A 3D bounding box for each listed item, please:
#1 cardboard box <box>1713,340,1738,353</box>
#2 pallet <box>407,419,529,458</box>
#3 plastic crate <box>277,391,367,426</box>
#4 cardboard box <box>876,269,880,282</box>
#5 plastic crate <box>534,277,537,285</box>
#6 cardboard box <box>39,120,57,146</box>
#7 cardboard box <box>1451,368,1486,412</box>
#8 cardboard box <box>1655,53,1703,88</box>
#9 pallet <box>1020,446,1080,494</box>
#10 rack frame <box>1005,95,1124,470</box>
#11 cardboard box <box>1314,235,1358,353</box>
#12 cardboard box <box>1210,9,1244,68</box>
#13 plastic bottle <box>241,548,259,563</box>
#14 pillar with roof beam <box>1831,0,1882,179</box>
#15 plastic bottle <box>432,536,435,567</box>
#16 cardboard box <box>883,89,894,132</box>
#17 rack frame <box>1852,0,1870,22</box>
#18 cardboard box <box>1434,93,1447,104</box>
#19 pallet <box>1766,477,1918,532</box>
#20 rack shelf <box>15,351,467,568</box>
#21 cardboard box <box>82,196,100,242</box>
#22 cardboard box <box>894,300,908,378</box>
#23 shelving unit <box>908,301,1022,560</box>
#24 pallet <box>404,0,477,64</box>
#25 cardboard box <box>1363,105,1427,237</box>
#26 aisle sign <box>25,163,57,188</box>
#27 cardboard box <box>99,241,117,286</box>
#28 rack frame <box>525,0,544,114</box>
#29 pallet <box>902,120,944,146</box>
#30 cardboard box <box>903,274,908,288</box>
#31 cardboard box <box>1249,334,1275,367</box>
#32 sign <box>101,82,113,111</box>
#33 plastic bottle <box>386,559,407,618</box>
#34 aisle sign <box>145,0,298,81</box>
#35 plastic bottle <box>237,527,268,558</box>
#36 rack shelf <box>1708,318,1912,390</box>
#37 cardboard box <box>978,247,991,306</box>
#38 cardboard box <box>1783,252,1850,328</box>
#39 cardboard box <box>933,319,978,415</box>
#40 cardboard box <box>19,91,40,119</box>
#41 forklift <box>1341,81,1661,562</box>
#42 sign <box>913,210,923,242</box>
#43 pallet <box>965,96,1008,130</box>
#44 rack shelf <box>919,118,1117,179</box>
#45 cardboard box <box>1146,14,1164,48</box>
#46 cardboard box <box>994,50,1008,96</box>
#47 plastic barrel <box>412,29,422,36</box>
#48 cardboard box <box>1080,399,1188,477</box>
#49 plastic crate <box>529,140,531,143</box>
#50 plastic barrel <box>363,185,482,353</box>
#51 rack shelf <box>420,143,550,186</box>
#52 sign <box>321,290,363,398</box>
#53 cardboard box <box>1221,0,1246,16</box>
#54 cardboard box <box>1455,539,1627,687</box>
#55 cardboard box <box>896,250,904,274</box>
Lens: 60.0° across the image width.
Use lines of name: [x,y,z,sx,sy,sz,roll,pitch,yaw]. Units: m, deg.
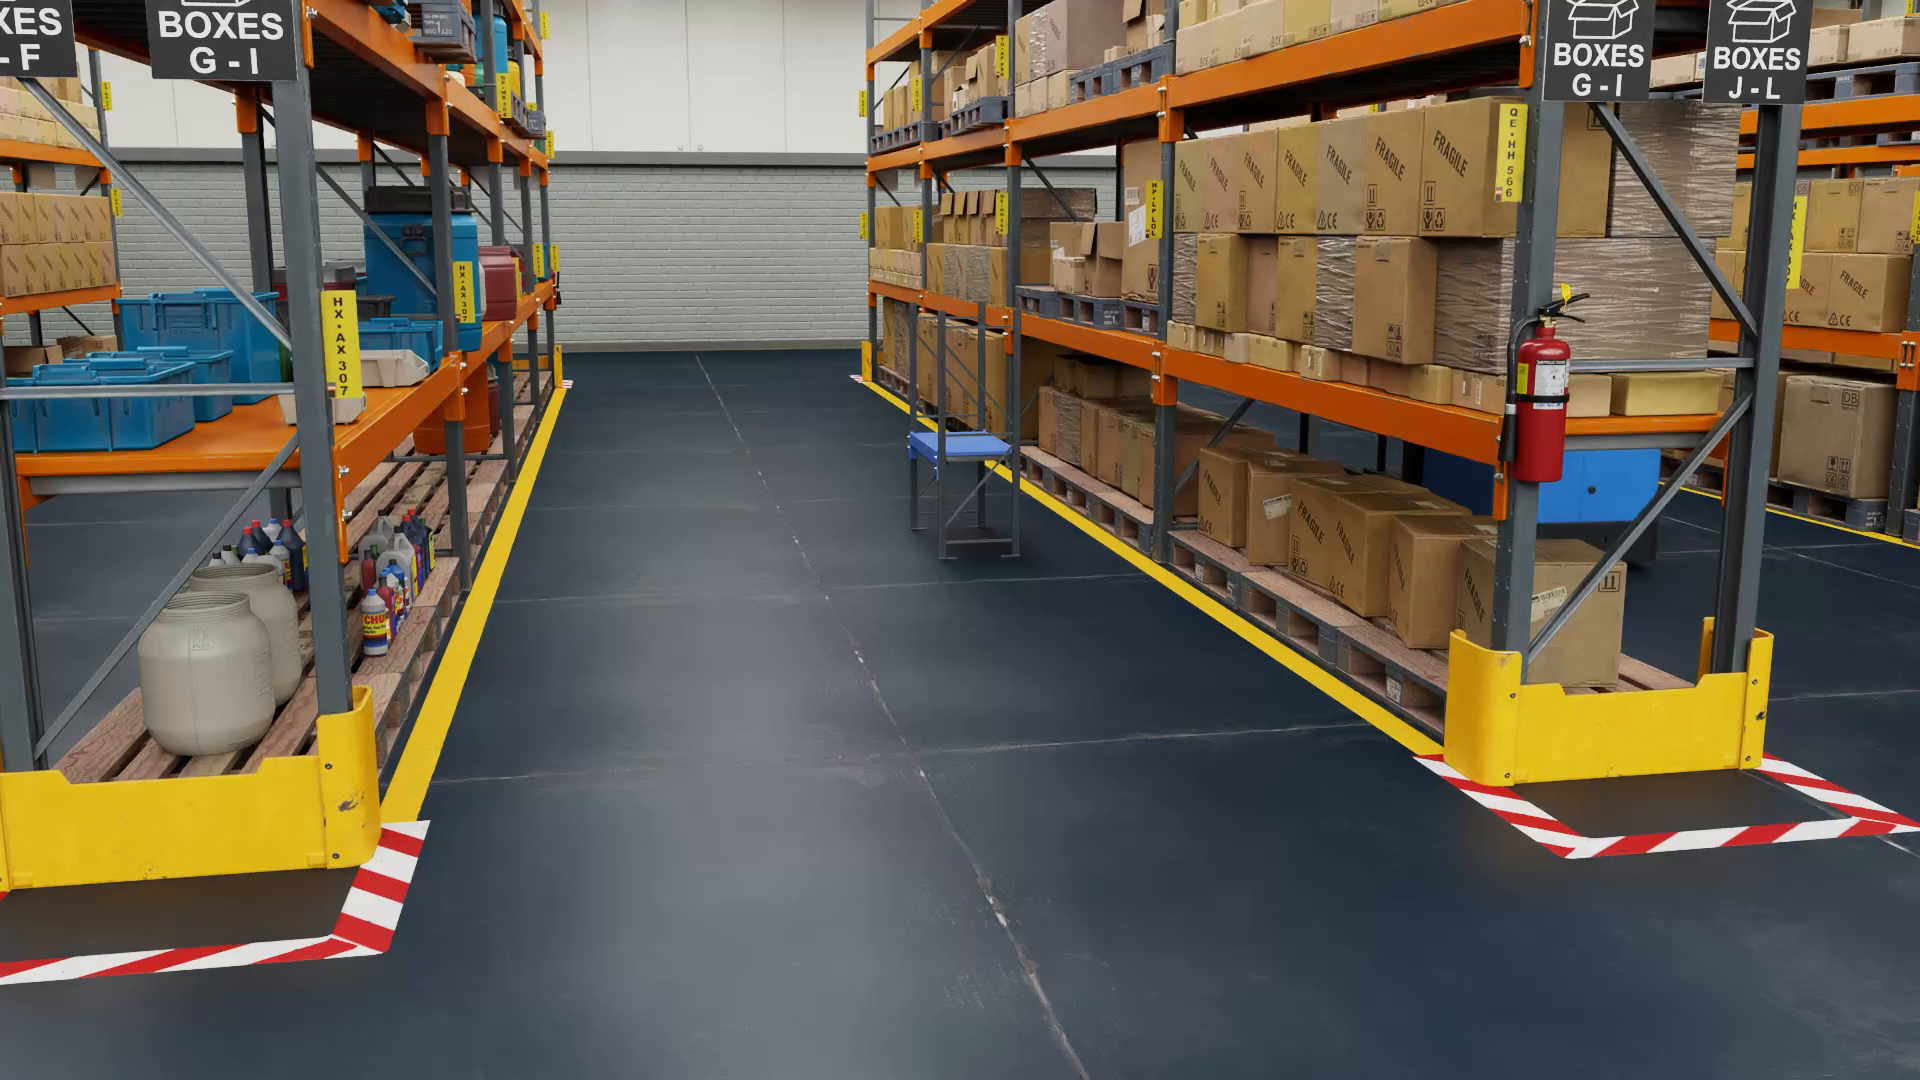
cardboard box: [9.808,-2.247,20.209,0.875,0.438,0.875,-2,11,-12]
pallet: [-4.404,-0.903,14.875,1.003,0.211,1.213,-2,11,-11]
plastic crate: [-2.278,-0.485,5.929,0.298,0.136,0.250,-2,11,-11]
cardboard box: [-0.827,-3.259,20.469,0.380,0.149,0.250,-2,11,-12]
plastic crate: [-4.881,-2.953,18.478,0.416,0.233,0.300,-2,11,-11]
cardboard box: [-9.755,-4.234,17.296,0.500,0.250,0.500,-2,11,-11]
cardboard box: [2.132,-0.586,6.426,0.380,0.149,0.250,-2,11,-11]
cardboard box: [5.790,-3.671,12.948,0.500,0.250,0.500,-2,11,-9]
pallet: [1.033,-0.573,13.143,1.003,0.211,1.213,-2,11,-11]
rack frame: [0.882,-2.086,13.635,1.000,3.000,0.127,-2,11,-11]
cardboard box: [2.088,-1.097,7.374,0.875,0.500,0.500,-2,11,-11]
cardboard box: [1.604,-2.564,8.523,0.500,0.250,0.500,-2,11,-12]
plastic bottle: [-3.346,0.175,7.875,0.097,0.271,0.097,0,11,0]
pillar with roof beam: [10.052,-7.413,25.577,9.100,9.000,0.400,-2,11,-11]
plastic bottle: [-2.822,0.041,8.765,0.097,0.201,0.097,0,11,0]
cardboard box: [-0.529,-5.131,19.950,0.700,0.500,0.500,-3,11,-13]
rack frame: [9.825,-6.127,18.822,1.000,3.000,0.127,-2,11,-11]
cardboard box: [5.161,-4.424,16.497,0.797,0.503,0.637,-2,11,-12]
pallet: [6.321,-0.283,11.621,1.003,0.211,1.213,-2,11,-11]
rack shelf: [-2.809,-0.452,6.975,1.077,0.370,4.000,-2,11,-11]
cardboard box: [-9.936,-3.570,18.489,0.500,0.500,0.500,-2,11,-9]
cardboard box: [-0.294,-2.435,20.025,0.875,0.875,0.875,-2,11,-11]
shelving unit: [0.017,-0.721,10.474,0.538,1.500,1.048,-2,11,-11]
pallet: [-2.962,-2.425,7.895,1.213,0.211,1.003,-2,11,-11]
cardboard box: [1.986,-1.489,6.759,0.500,0.500,0.500,-2,11,-11]
aisle sign: [-10.693,-4.473,19.222,0.394,0.787,0.004,-2,11,-11]
cardboard box: [-10.037,-3.171,19.066,0.500,0.500,0.500,-2,11,-9]
rack frame: [-5.532,-6.321,19.837,1.000,3.000,0.127,-2,11,-11]
pallet: [-0.044,-4.400,18.008,1.003,0.211,1.213,-2,11,-11]
cardboard box: [-0.426,-2.882,18.488,0.380,0.149,0.250,-2,11,-10]
cardboard box: [1.674,-0.951,8.340,0.380,0.149,0.250,-2,11,-11]
sign: [-9.843,-5.119,19.179,0.100,0.325,0.005,-2,11,-11]
plastic bottle: [-2.593,0.223,7.623,0.097,0.271,0.097,0,11,0]
aisle sign: [-2.119,-1.713,4.724,0.394,0.787,0.004,-2,11,-11]
plastic bottle: [-3.411,0.110,8.002,0.144,0.351,0.185,-3,11,-13]
rack shelf: [6.156,-1.528,12.626,1.077,0.370,4.000,-2,11,-11]
cardboard box: [0.452,-2.309,14.536,0.500,0.500,0.500,-2,11,-12]
cardboard box: [6.083,-1.742,11.561,0.500,0.500,0.500,-2,11,-12]
cardboard box: [0.423,-1.702,16.175,1.225,0.875,0.875,-3,11,-13]
cardboard box: [-9.649,-4.388,16.769,0.500,0.250,0.500,-2,11,-11]
forklift: [3.363,-1.514,10.811,1.130,2.935,3.031,-1,11,-8]
sign: [-0.440,-3.264,17.294,0.100,0.325,0.005,-2,11,-11]
pallet: [0.705,-3.583,13.983,1.213,0.211,1.003,-2,11,-8]
rack shelf: [0.493,-3.573,15.349,1.077,0.370,4.000,-2,11,-11]
cardboard box: [1.379,-3.135,10.361,0.396,0.266,0.258,-2,11,-9]
cardboard box: [0.693,-3.926,13.880,0.797,0.503,0.637,-1,11,-8]
plastic barrel: [-4.029,-3.467,11.529,0.600,0.901,0.600,0,11,0]
cardboard box: [1.270,-0.747,12.109,0.700,0.500,0.500,-1,11,-6]
plastic crate: [-4.727,-4.287,17.525,0.497,0.269,0.590,-2,11,-11]
plastic barrel: [-2.976,-1.501,9.218,0.600,0.901,0.708,-2,11,-11]
rack shelf: [-5.143,-4.127,18.258,1.077,0.370,4.000,-2,11,-11]
sign: [-1.880,-0.594,5.055,0.100,0.325,0.005,-2,11,-11]
cardboard box: [1.572,-2.781,8.595,0.380,0.149,0.250,-2,11,-11]
cardboard box: [2.333,0.287,6.726,0.500,0.500,0.500,0,11,0]
cardboard box: [-0.441,-3.152,18.841,0.500,0.250,0.500,-2,11,-10]
